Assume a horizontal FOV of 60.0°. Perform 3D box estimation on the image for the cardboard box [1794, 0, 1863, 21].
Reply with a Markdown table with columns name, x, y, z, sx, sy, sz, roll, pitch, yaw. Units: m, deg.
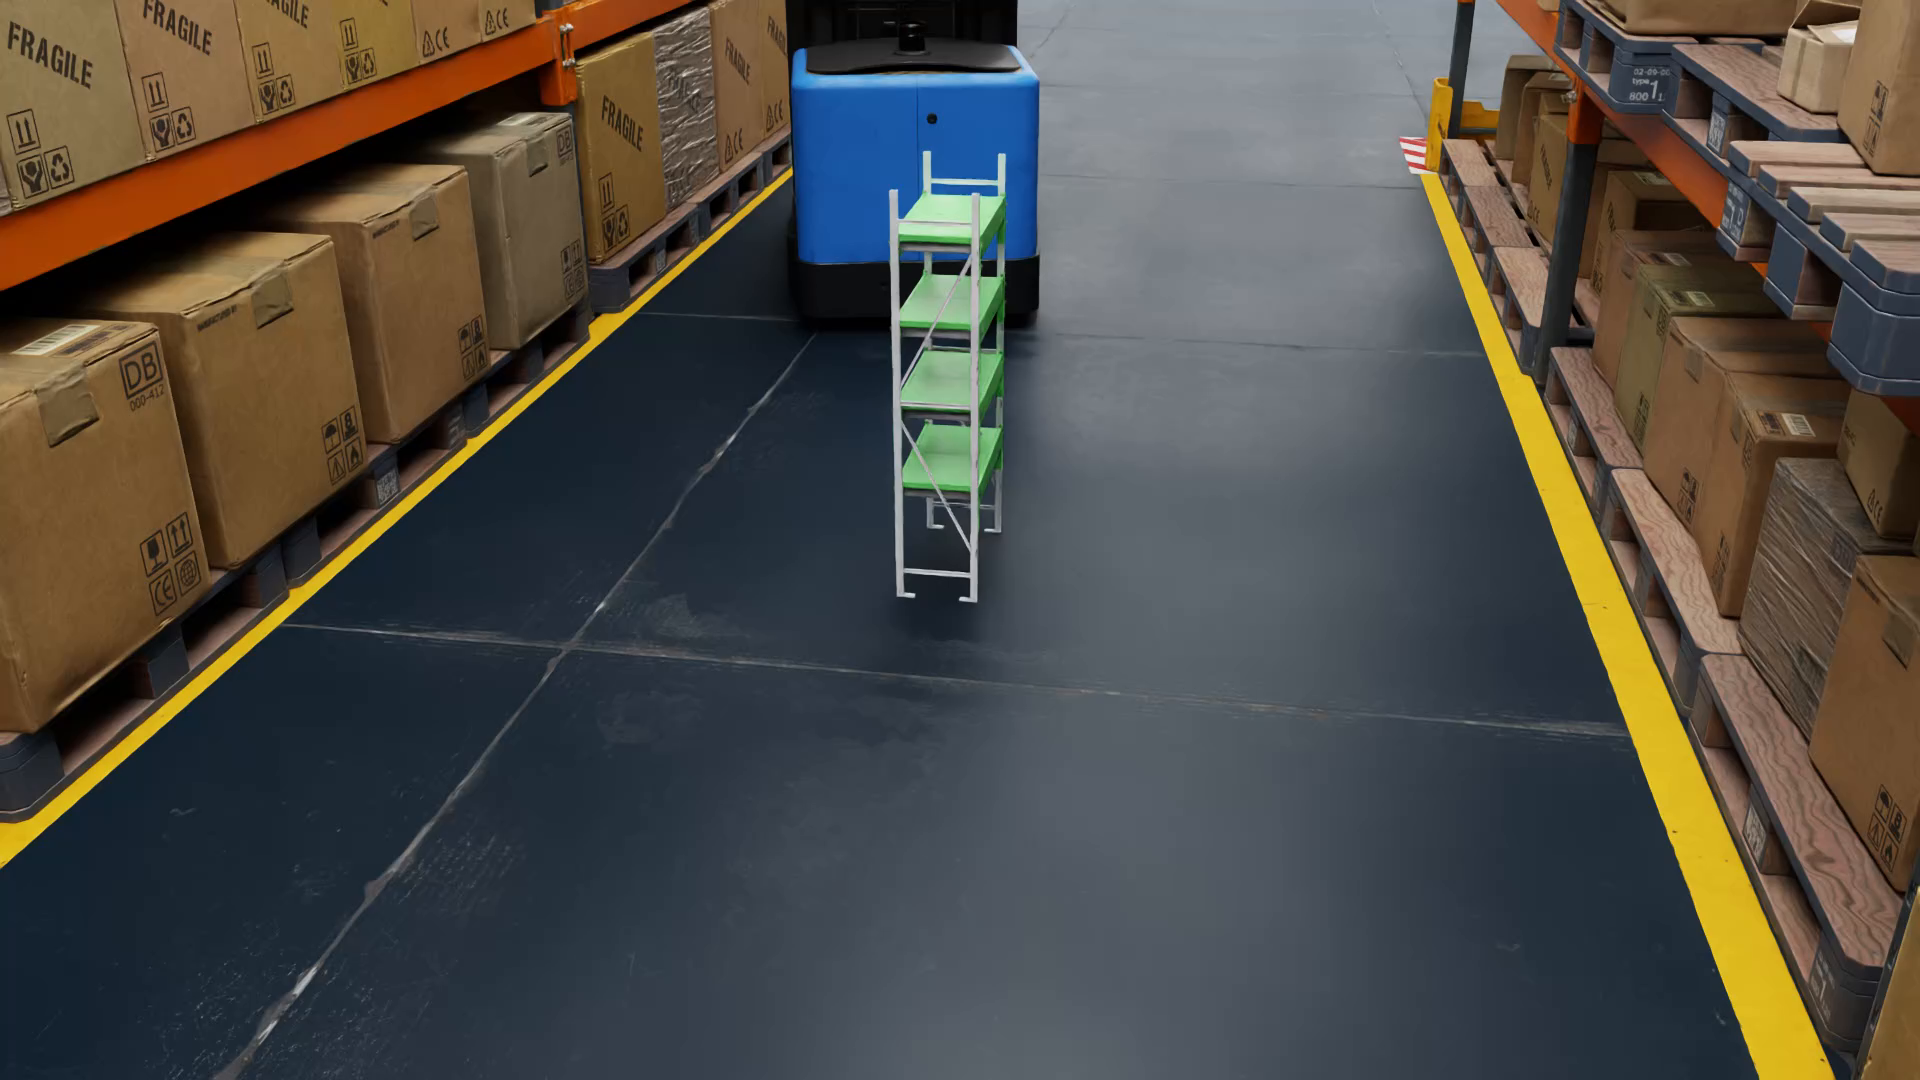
| name | x | y | z | sx | sy | sz | roll | pitch | yaw |
| --- | --- | --- | --- | --- | --- | --- | --- | --- | --- |
| cardboard box | 2.576 | -1.454 | 4.201 | 0.797 | 0.503 | 0.637 | 7 | 26 | 14 |

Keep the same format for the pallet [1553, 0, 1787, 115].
| name | x | y | z | sx | sy | sz | roll | pitch | yaw |
| --- | --- | --- | --- | --- | --- | --- | --- | --- | --- |
| pallet | 2.500 | -1.552 | 5.254 | 1.003 | 0.211 | 1.213 | 4 | 25 | 9 |

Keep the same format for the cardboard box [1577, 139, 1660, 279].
| name | x | y | z | sx | sy | sz | roll | pitch | yaw |
| --- | --- | --- | --- | --- | --- | --- | --- | --- | --- |
| cardboard box | 2.959 | -1.411 | 7.180 | 0.500 | 0.500 | 0.500 | 13 | 28 | 25 |

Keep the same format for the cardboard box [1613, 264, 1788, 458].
| name | x | y | z | sx | sy | sz | roll | pitch | yaw |
| --- | --- | --- | --- | --- | --- | --- | --- | --- | --- |
| cardboard box | 2.550 | -0.562 | 5.343 | 0.700 | 0.500 | 0.500 | 4 | 25 | 8 |

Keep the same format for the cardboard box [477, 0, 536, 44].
| name | x | y | z | sx | sy | sz | roll | pitch | yaw |
| --- | --- | --- | --- | --- | --- | --- | --- | --- | --- |
| cardboard box | -1.930 | -2.143 | 6.172 | 0.500 | 0.500 | 0.500 | 4 | 25 | 8 |

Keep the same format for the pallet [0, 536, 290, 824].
| name | x | y | z | sx | sy | sz | roll | pitch | yaw |
| --- | --- | --- | --- | --- | --- | --- | --- | --- | --- |
| pallet | -2.559 | 0.277 | 4.410 | 1.003 | 0.211 | 1.213 | 4 | 25 | 9 |

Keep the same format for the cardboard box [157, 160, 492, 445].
| name | x | y | z | sx | sy | sz | roll | pitch | yaw |
| --- | --- | --- | --- | --- | --- | --- | --- | --- | --- |
| cardboard box | -2.283 | -0.837 | 5.658 | 1.050 | 0.750 | 0.750 | 4 | 25 | 9 |

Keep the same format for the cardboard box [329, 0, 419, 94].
| name | x | y | z | sx | sy | sz | roll | pitch | yaw |
| --- | --- | --- | --- | --- | --- | --- | --- | --- | --- |
| cardboard box | -2.095 | -1.720 | 5.269 | 0.500 | 0.500 | 0.500 | 4 | 25 | 9 |

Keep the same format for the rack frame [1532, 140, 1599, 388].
| name | x | y | z | sx | sy | sz | roll | pitch | yaw |
| --- | --- | --- | --- | --- | --- | --- | --- | --- | --- |
| rack frame | 2.768 | -1.949 | 5.875 | 1.000 | 3.000 | 0.127 | 4 | 25 | 9 |

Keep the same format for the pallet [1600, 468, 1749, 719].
| name | x | y | z | sx | sy | sz | roll | pitch | yaw |
| --- | --- | --- | --- | --- | --- | --- | --- | --- | --- |
| pallet | 2.445 | 0.152 | 4.677 | 1.003 | 0.211 | 1.213 | 4 | 25 | 9 |

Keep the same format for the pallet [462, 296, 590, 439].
| name | x | y | z | sx | sy | sz | roll | pitch | yaw |
| --- | --- | --- | --- | --- | --- | --- | --- | --- | --- |
| pallet | -2.160 | -0.744 | 6.590 | 1.003 | 0.211 | 1.213 | 4 | 25 | 9 |

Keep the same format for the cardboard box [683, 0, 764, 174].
| name | x | y | z | sx | sy | sz | roll | pitch | yaw |
| --- | --- | --- | --- | --- | --- | --- | --- | --- | --- |
| cardboard box | -1.642 | -2.579 | 9.233 | 0.875 | 0.875 | 0.875 | 4 | 25 | 8 |

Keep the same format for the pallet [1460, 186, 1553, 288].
| name | x | y | z | sx | sy | sz | roll | pitch | yaw |
| --- | --- | --- | --- | --- | --- | --- | --- | --- | --- |
| pallet | 3.040 | -1.481 | 8.165 | 1.003 | 0.211 | 1.213 | 4 | 25 | 9 |

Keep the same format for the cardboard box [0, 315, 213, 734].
| name | x | y | z | sx | sy | sz | roll | pitch | yaw |
| --- | --- | --- | --- | --- | --- | --- | --- | --- | --- |
| cardboard box | -2.574 | -0.081 | 4.044 | 1.050 | 0.750 | 0.750 | 4 | 25 | 8 |

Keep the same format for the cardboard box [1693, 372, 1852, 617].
| name | x | y | z | sx | sy | sz | roll | pitch | yaw |
| --- | --- | --- | --- | --- | --- | --- | --- | --- | --- |
| cardboard box | 2.368 | -0.095 | 4.344 | 0.700 | 0.500 | 0.500 | 6 | 26 | 13 |

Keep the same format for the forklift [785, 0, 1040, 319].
| name | x | y | z | sx | sy | sz | roll | pitch | yaw |
| --- | --- | --- | --- | --- | --- | --- | --- | --- | --- |
| forklift | -0.295 | -2.861 | 7.906 | 1.130 | 2.935 | 3.031 | -2 | 25 | -4 |

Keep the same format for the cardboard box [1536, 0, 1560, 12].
| name | x | y | z | sx | sy | sz | roll | pitch | yaw |
| --- | --- | --- | --- | --- | --- | --- | --- | --- | --- |
| cardboard box | 2.595 | -2.262 | 6.840 | 0.380 | 0.149 | 0.250 | 4 | 25 | 9 |

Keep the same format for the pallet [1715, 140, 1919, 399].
| name | x | y | z | sx | sy | sz | roll | pitch | yaw |
| --- | --- | --- | --- | --- | --- | --- | --- | --- | --- |
| pallet | 2.126 | -0.494 | 2.994 | 1.213 | 0.211 | 1.003 | 4 | 25 | 9 |

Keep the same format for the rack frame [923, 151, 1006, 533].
| name | x | y | z | sx | sy | sz | roll | pitch | yaw |
| --- | --- | --- | --- | --- | --- | --- | --- | --- | --- |
| rack frame | 0.013 | -0.576 | 5.066 | 0.240 | 1.200 | 0.015 | 4 | 25 | 9 |

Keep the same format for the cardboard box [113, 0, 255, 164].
| name | x | y | z | sx | sy | sz | roll | pitch | yaw |
| --- | --- | --- | --- | --- | --- | --- | --- | --- | --- |
| cardboard box | -2.259 | -1.300 | 4.371 | 0.500 | 0.500 | 0.500 | 4 | 25 | 8 |

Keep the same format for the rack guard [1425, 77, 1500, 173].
| name | x | y | z | sx | sy | sz | roll | pitch | yaw |
| --- | --- | --- | --- | --- | --- | --- | --- | --- | --- |
| rack guard | 3.409 | -2.458 | 9.911 | 1.175 | 0.500 | 0.348 | 4 | 25 | 9 |

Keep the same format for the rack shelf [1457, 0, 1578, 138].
| name | x | y | z | sx | sy | sz | roll | pitch | yaw |
| --- | --- | --- | --- | --- | --- | --- | --- | --- | --- |
| rack shelf | 3.095 | -2.459 | 7.815 | 1.077 | 0.370 | 4.000 | 4 | 25 | 9 |

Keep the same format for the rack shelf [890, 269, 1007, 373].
| name | x | y | z | sx | sy | sz | roll | pitch | yaw |
| --- | --- | --- | --- | --- | --- | --- | --- | --- | --- |
| rack shelf | -0.027 | -0.634 | 4.773 | 0.258 | 0.148 | 0.480 | 4 | 25 | 9 |

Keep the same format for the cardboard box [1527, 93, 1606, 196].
| name | x | y | z | sx | sy | sz | roll | pitch | yaw |
| --- | --- | --- | --- | --- | --- | --- | --- | --- | --- |
| cardboard box | 3.118 | -1.907 | 8.239 | 0.500 | 0.500 | 0.500 | 6 | 26 | 13 |

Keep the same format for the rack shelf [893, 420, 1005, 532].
| name | x | y | z | sx | sy | sz | roll | pitch | yaw |
| --- | --- | --- | --- | --- | --- | --- | --- | --- | --- |
| rack shelf | -0.027 | -0.199 | 4.977 | 0.258 | 0.148 | 0.480 | 4 | 25 | 9 |

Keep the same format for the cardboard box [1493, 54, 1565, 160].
| name | x | y | z | sx | sy | sz | roll | pitch | yaw |
| --- | --- | --- | --- | --- | --- | --- | --- | --- | --- |
| cardboard box | 3.303 | -2.420 | 9.334 | 0.500 | 0.500 | 0.500 | 9 | 27 | 18 |

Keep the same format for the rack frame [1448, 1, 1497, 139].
| name | x | y | z | sx | sy | sz | roll | pitch | yaw |
| --- | --- | --- | --- | --- | --- | --- | --- | --- | --- |
| rack frame | 3.422 | -3.622 | 9.449 | 1.000 | 3.000 | 0.127 | 4 | 25 | 9 |

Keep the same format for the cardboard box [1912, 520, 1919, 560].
| name | x | y | z | sx | sy | sz | roll | pitch | yaw |
| --- | --- | --- | --- | --- | --- | --- | --- | --- | --- |
| cardboard box | 2.194 | 0.035 | 3.182 | 0.500 | 0.250 | 0.500 | 5 | 26 | 11 |

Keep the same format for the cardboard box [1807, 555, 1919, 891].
| name | x | y | z | sx | sy | sz | roll | pitch | yaw |
| --- | --- | --- | --- | --- | --- | --- | --- | --- | --- |
| cardboard box | 2.204 | 0.375 | 3.339 | 0.700 | 0.500 | 0.500 | 3 | 25 | 6 |

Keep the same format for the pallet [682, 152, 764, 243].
| name | x | y | z | sx | sy | sz | roll | pitch | yaw |
| --- | --- | --- | --- | --- | --- | --- | --- | --- | --- |
| pallet | -1.710 | -1.896 | 9.052 | 1.003 | 0.211 | 1.213 | 4 | 25 | 9 |

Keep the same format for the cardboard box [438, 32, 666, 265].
| name | x | y | z | sx | sy | sz | roll | pitch | yaw |
| --- | --- | --- | --- | --- | --- | --- | --- | --- | --- |
| cardboard box | -1.937 | -1.821 | 7.612 | 0.875 | 0.875 | 0.875 | 4 | 25 | 9 |

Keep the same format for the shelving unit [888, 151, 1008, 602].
| name | x | y | z | sx | sy | sz | roll | pitch | yaw |
| --- | --- | --- | --- | --- | --- | --- | --- | --- | --- |
| shelving unit | -0.027 | -0.474 | 4.848 | 0.258 | 1.200 | 0.503 | 4 | 25 | 9 |

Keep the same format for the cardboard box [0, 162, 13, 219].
| name | x | y | z | sx | sy | sz | roll | pitch | yaw |
| --- | --- | --- | --- | --- | --- | --- | --- | --- | --- |
| cardboard box | -2.423 | -0.876 | 3.465 | 0.500 | 0.500 | 0.500 | 4 | 25 | 9 |

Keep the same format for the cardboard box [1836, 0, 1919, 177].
| name | x | y | z | sx | sy | sz | roll | pitch | yaw |
| --- | --- | --- | --- | --- | --- | --- | --- | --- | --- |
| cardboard box | 2.156 | -0.980 | 3.193 | 0.700 | 0.500 | 0.500 | 8 | 26 | 16 |

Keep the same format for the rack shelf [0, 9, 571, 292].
| name | x | y | z | sx | sy | sz | roll | pitch | yaw |
| --- | --- | --- | --- | --- | --- | --- | --- | --- | --- |
| rack shelf | -2.435 | -1.172 | 5.065 | 1.077 | 0.370 | 4.000 | 4 | 25 | 9 |
